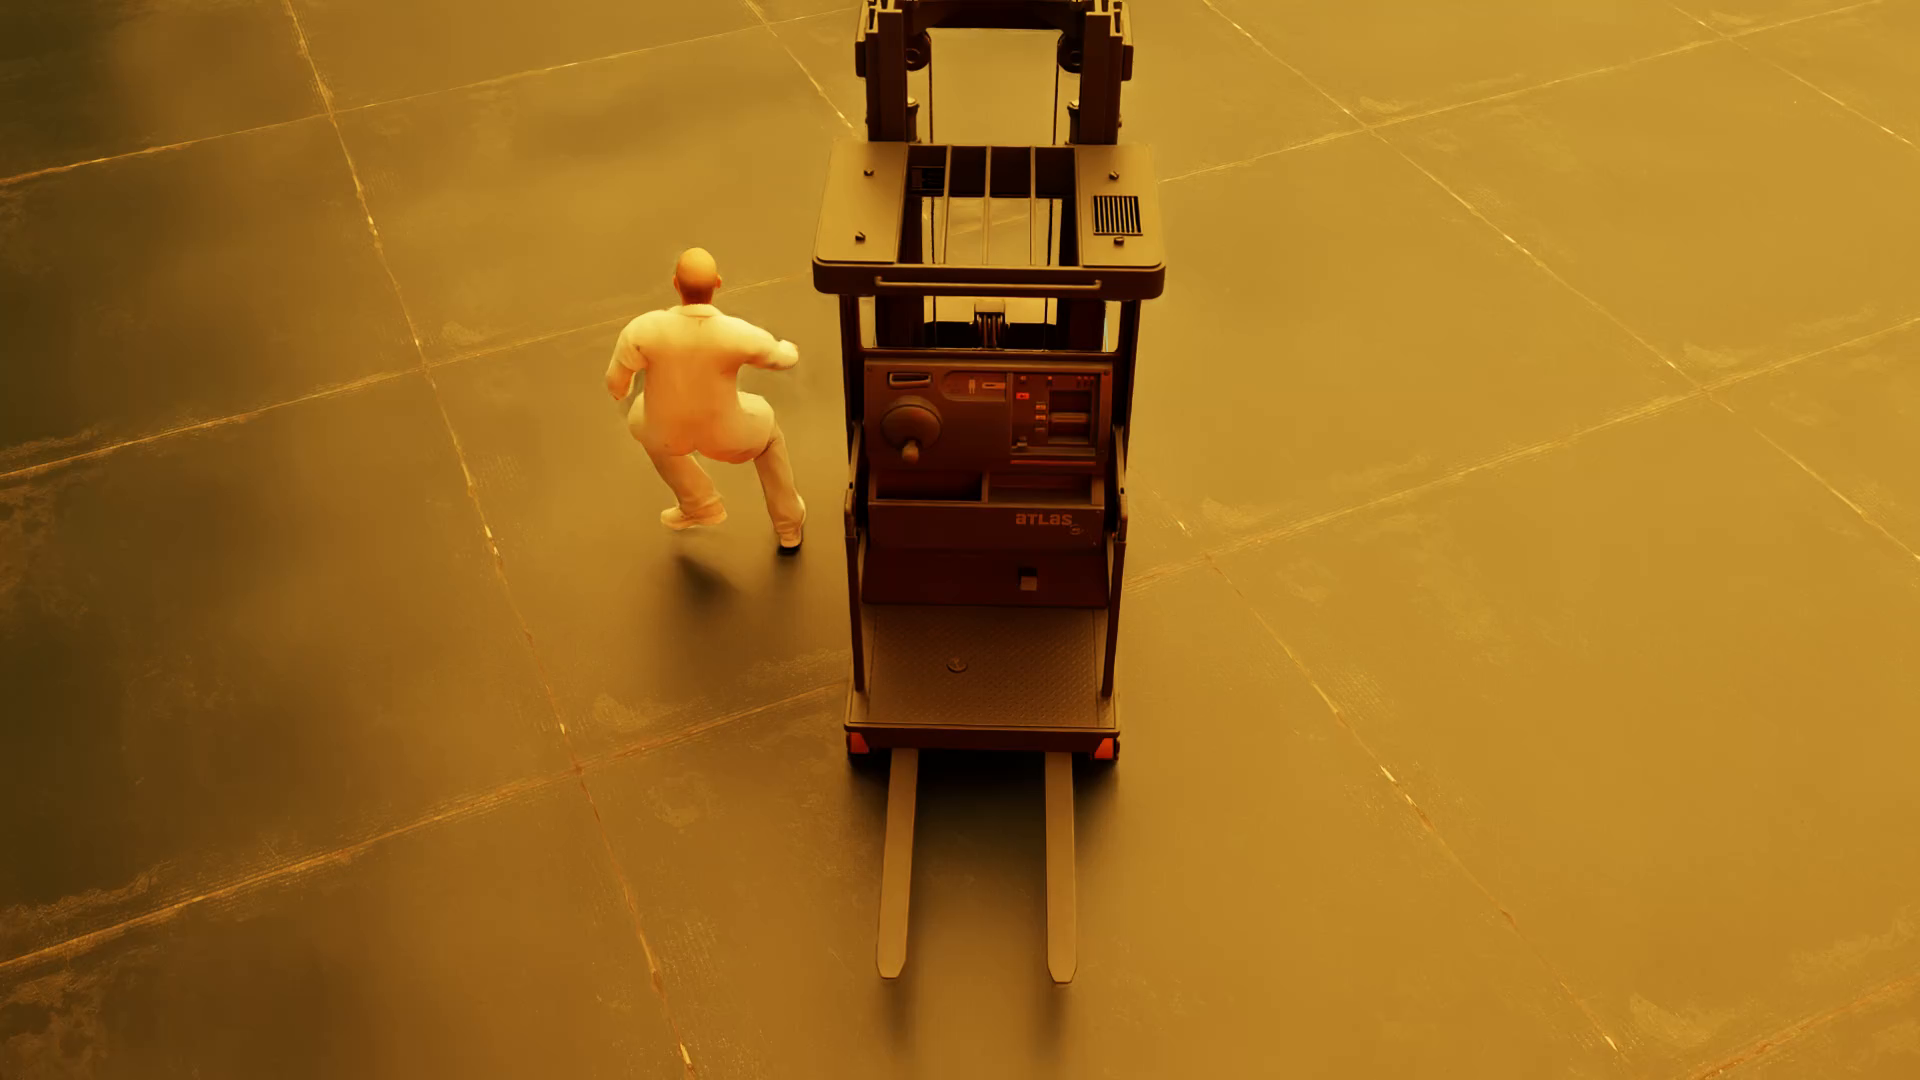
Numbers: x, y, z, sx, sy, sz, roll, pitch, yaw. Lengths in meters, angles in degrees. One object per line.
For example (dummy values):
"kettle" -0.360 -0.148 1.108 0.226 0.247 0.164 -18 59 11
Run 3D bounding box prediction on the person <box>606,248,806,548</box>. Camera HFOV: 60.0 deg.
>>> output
"person" -1.121 -0.651 7.339 0.830 1.635 0.649 -3 43 -4

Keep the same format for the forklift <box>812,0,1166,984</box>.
"forklift" 0.100 -0.393 6.101 1.130 2.935 3.031 1 43 1
